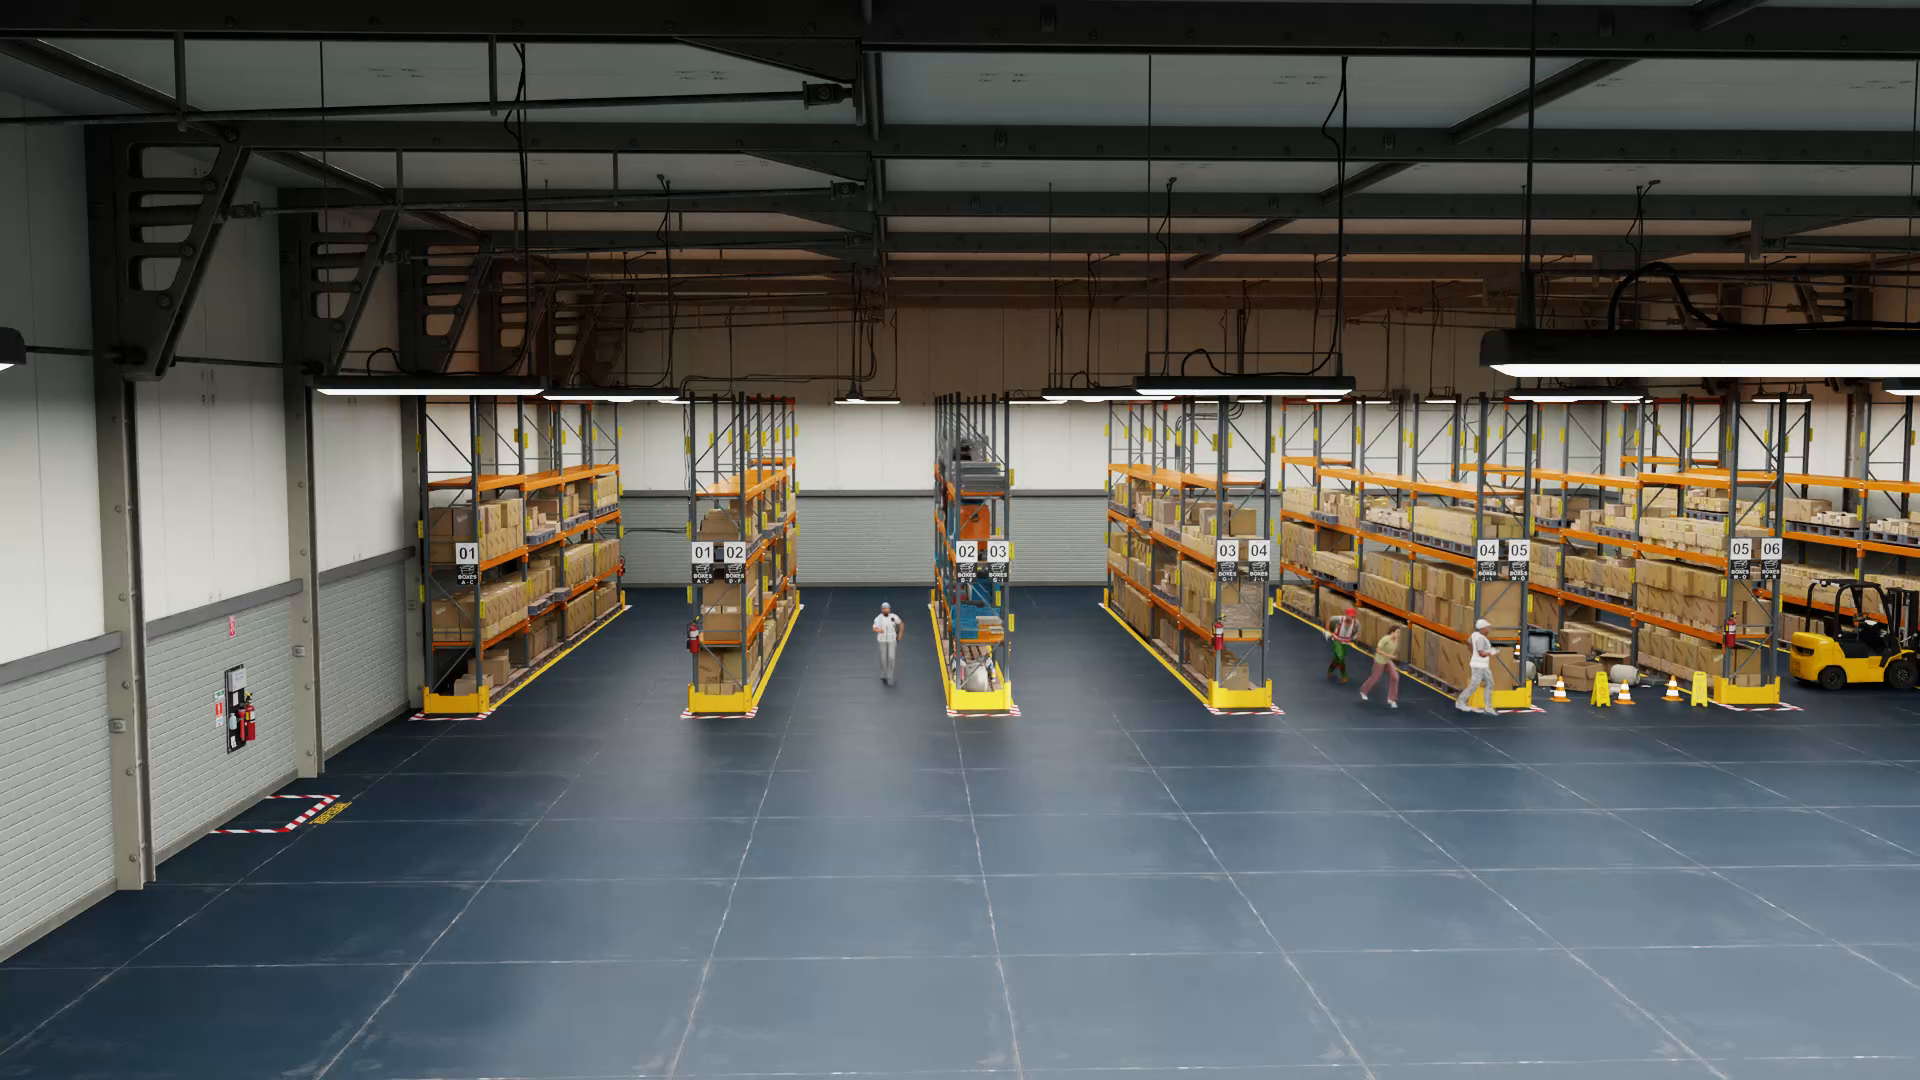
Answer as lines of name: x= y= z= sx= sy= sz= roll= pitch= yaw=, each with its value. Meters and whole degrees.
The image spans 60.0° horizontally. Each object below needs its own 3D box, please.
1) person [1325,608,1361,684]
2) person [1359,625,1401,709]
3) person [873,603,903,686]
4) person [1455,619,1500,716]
person: x=7.968 y=2.163 z=34.708 sx=0.690 sy=1.595 sz=1.111 roll=-1 pitch=5 yaw=-7
person: x=8.070 y=2.395 z=31.954 sx=0.619 sy=1.626 sz=0.961 roll=-3 pitch=6 yaw=-37
person: x=-1.506 y=2.150 z=34.541 sx=0.607 sy=1.705 sz=0.802 roll=0 pitch=5 yaw=3
person: x=9.597 y=2.379 z=30.804 sx=0.807 sy=1.837 sz=0.664 roll=2 pitch=5 yaw=21
